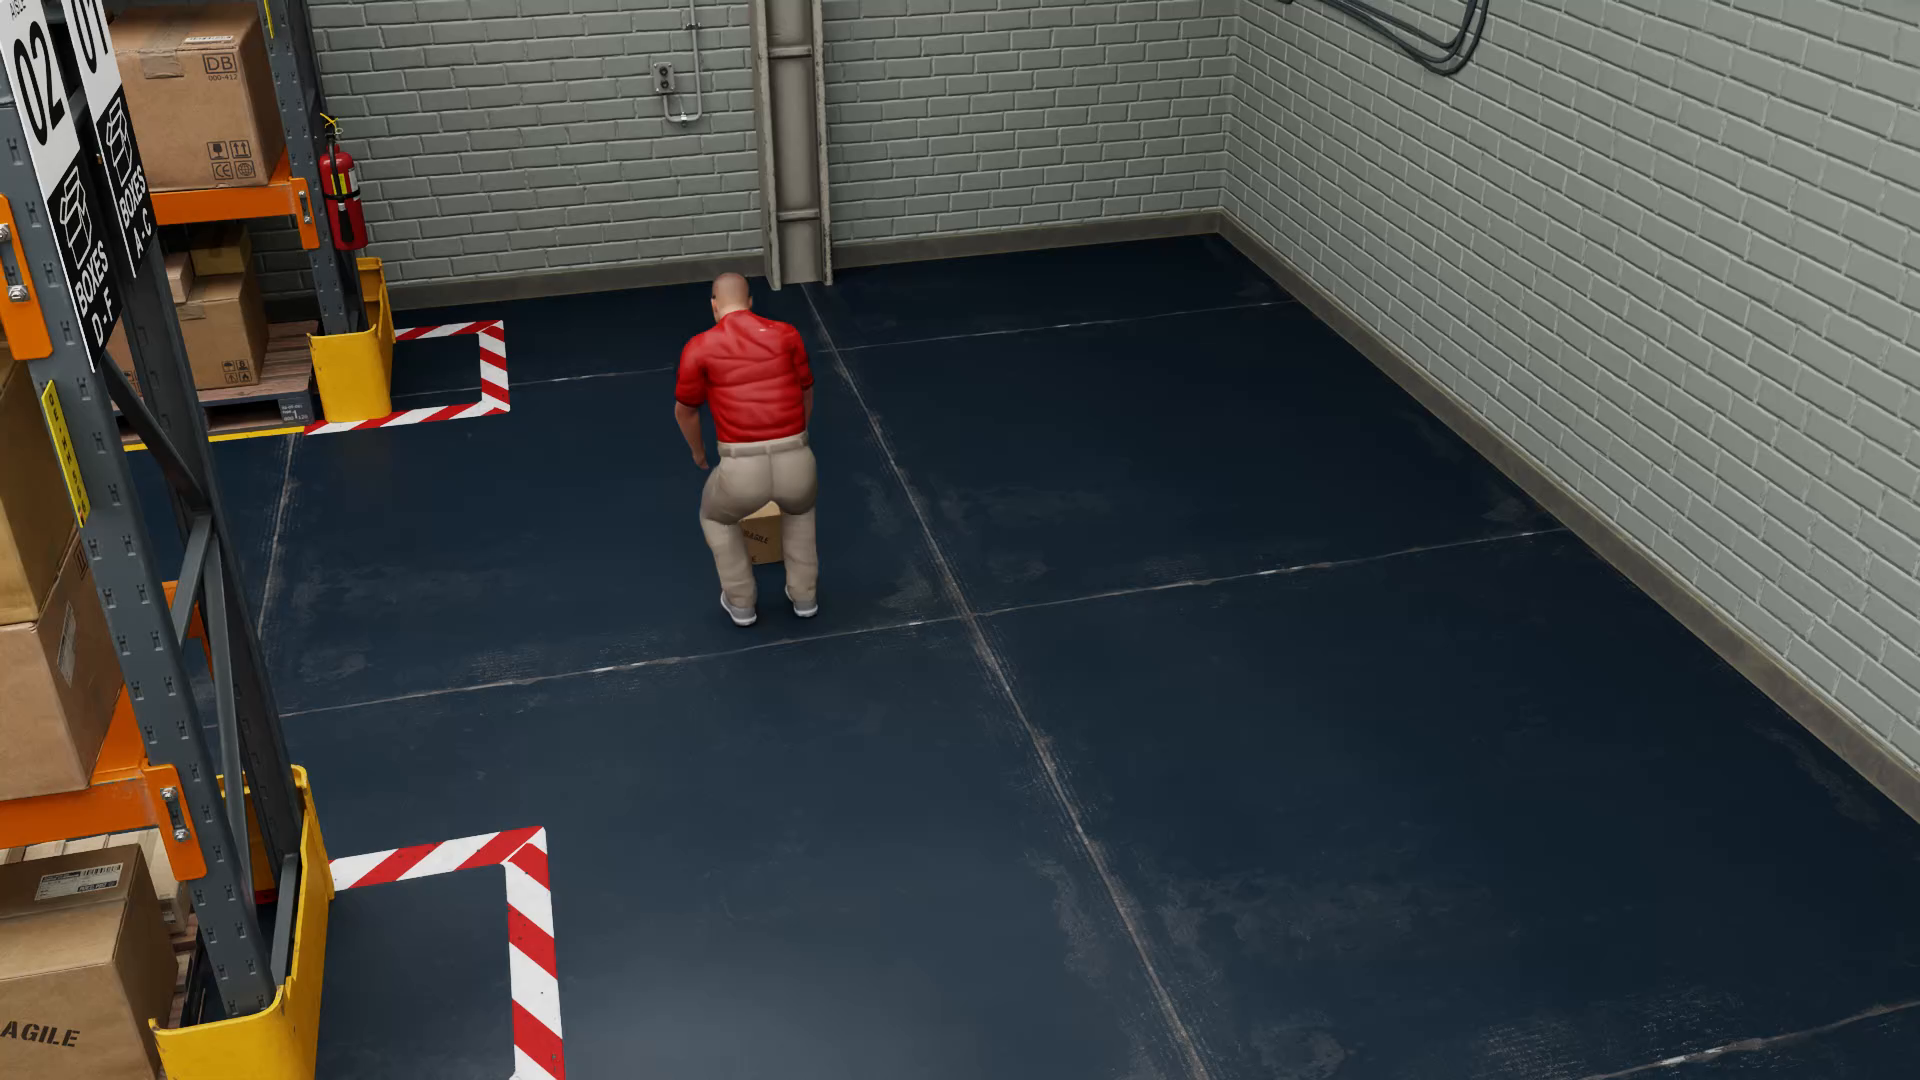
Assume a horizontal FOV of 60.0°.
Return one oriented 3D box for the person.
[{"bbox_3d":[-0.885,-0.332,7.049,0.590,1.409,0.707,-8,31,-13],"label":"person"}]
